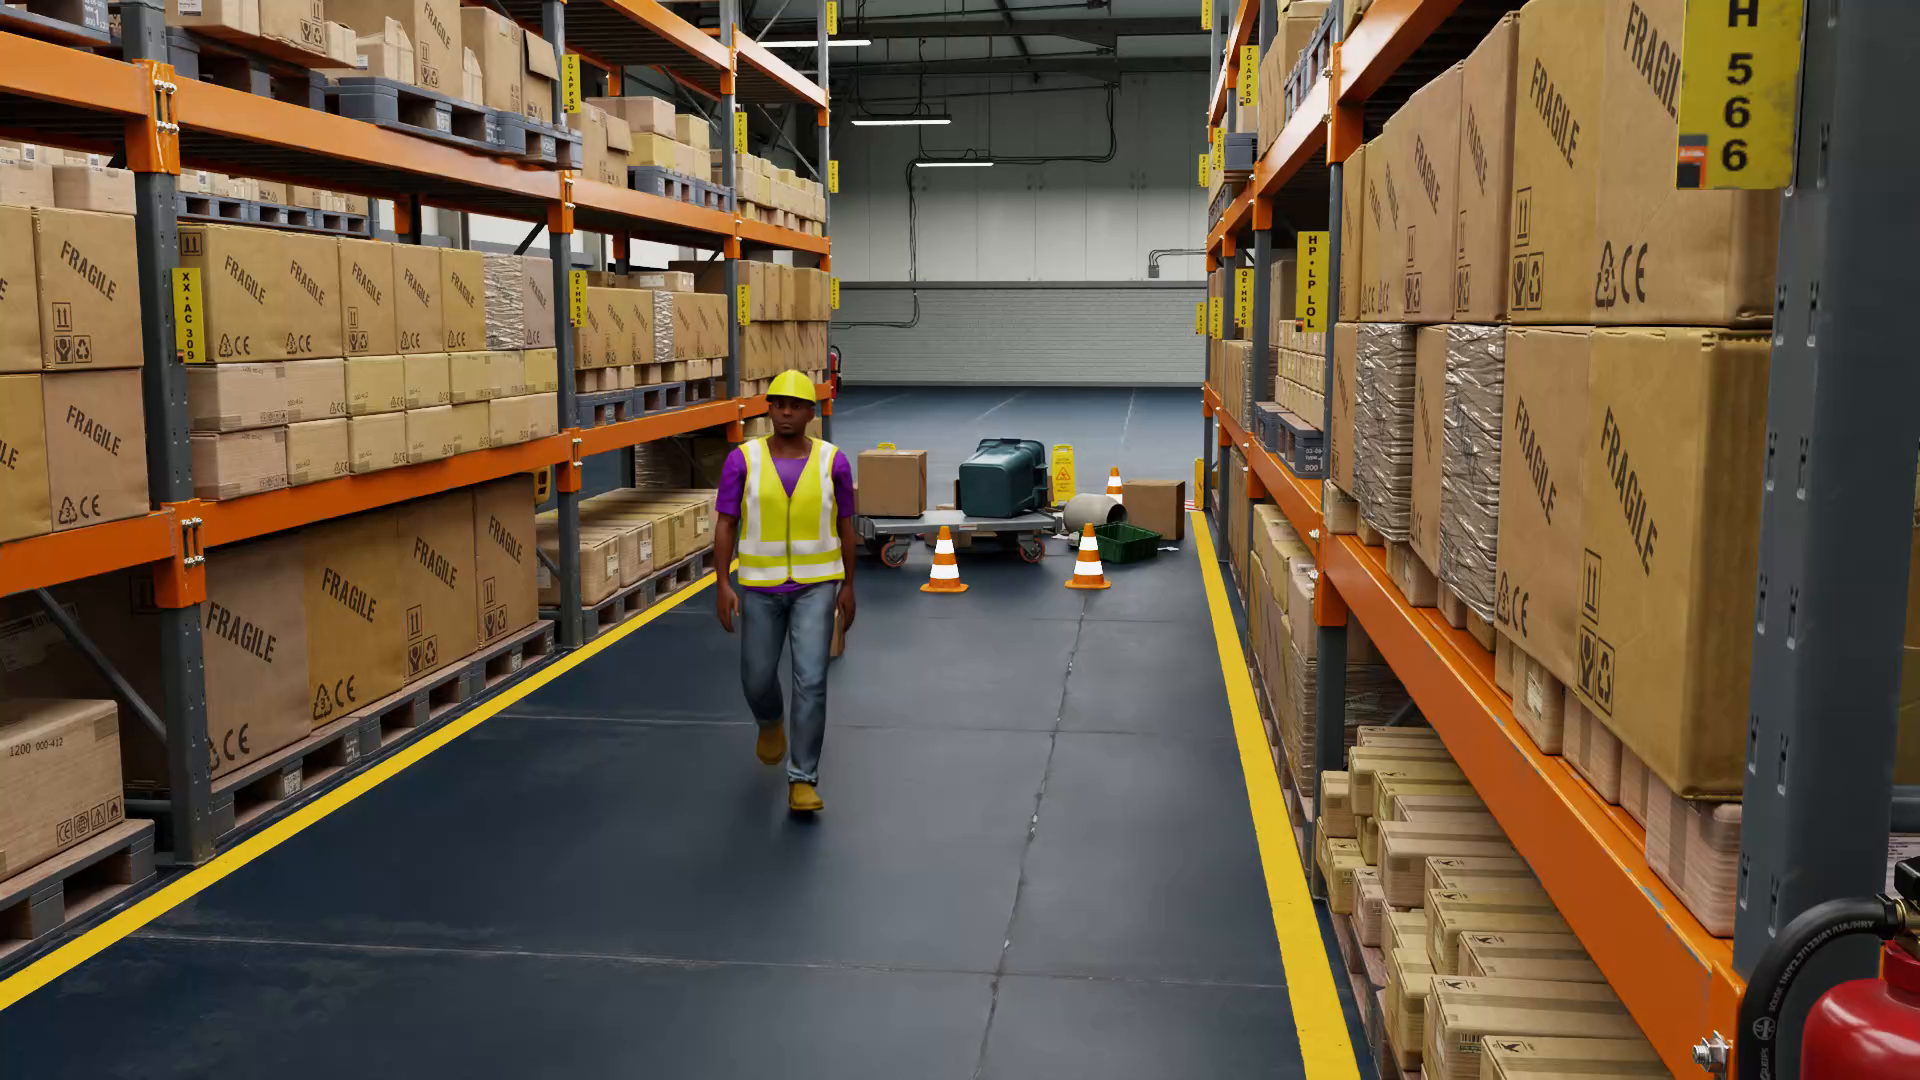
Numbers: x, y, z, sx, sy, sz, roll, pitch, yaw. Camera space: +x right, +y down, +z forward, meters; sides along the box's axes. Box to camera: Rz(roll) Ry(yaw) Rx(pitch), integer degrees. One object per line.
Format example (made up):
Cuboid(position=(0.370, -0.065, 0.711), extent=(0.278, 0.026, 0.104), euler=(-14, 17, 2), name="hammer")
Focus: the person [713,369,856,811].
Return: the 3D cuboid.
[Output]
Cuboid(position=(-0.712, 0.179, 6.787), extent=(0.579, 1.743, 0.839), euler=(-1, 8, -5), name="person")
